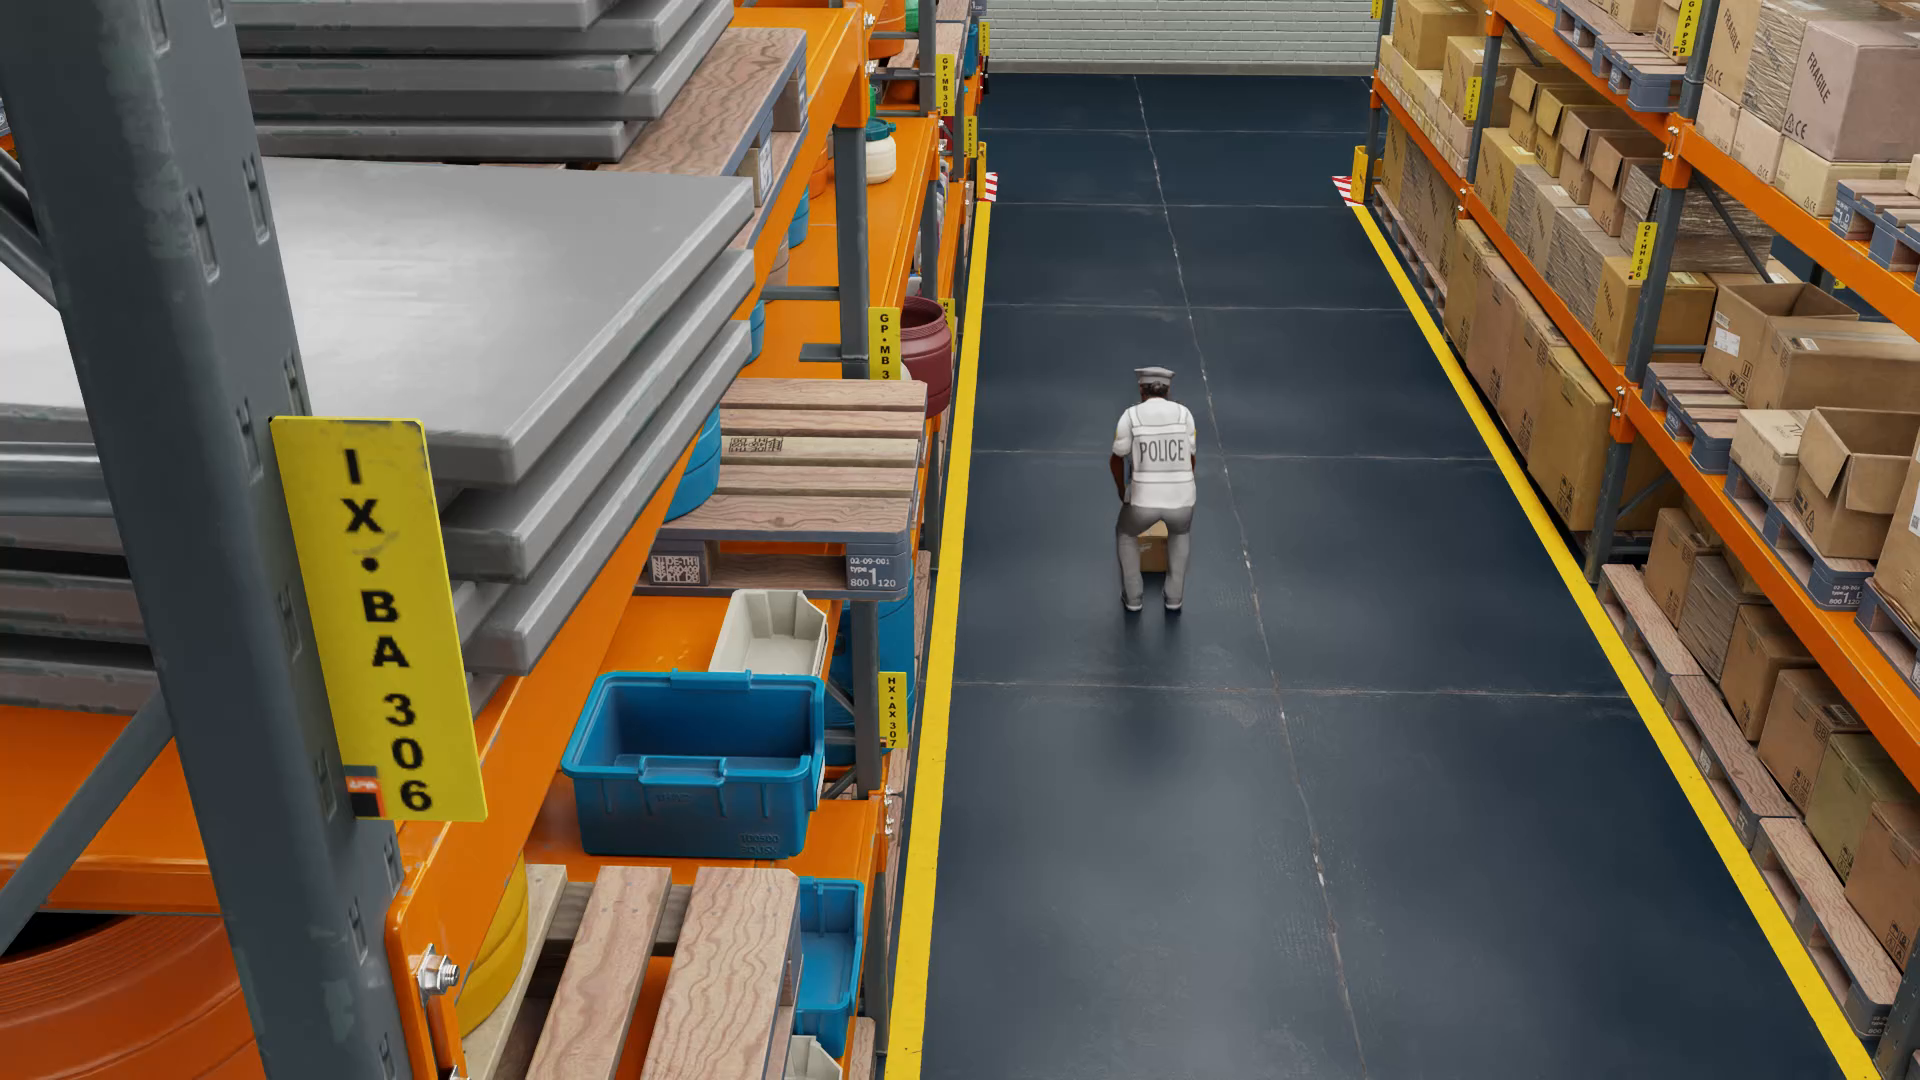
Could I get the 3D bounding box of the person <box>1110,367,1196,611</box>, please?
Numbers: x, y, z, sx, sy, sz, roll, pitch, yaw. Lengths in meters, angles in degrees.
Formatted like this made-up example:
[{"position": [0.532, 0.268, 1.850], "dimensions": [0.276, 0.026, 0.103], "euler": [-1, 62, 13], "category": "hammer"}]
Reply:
[{"position": [1.112, -0.278, 9.640], "dimensions": [0.495, 1.414, 0.690], "euler": [1, 28, 2], "category": "person"}]
